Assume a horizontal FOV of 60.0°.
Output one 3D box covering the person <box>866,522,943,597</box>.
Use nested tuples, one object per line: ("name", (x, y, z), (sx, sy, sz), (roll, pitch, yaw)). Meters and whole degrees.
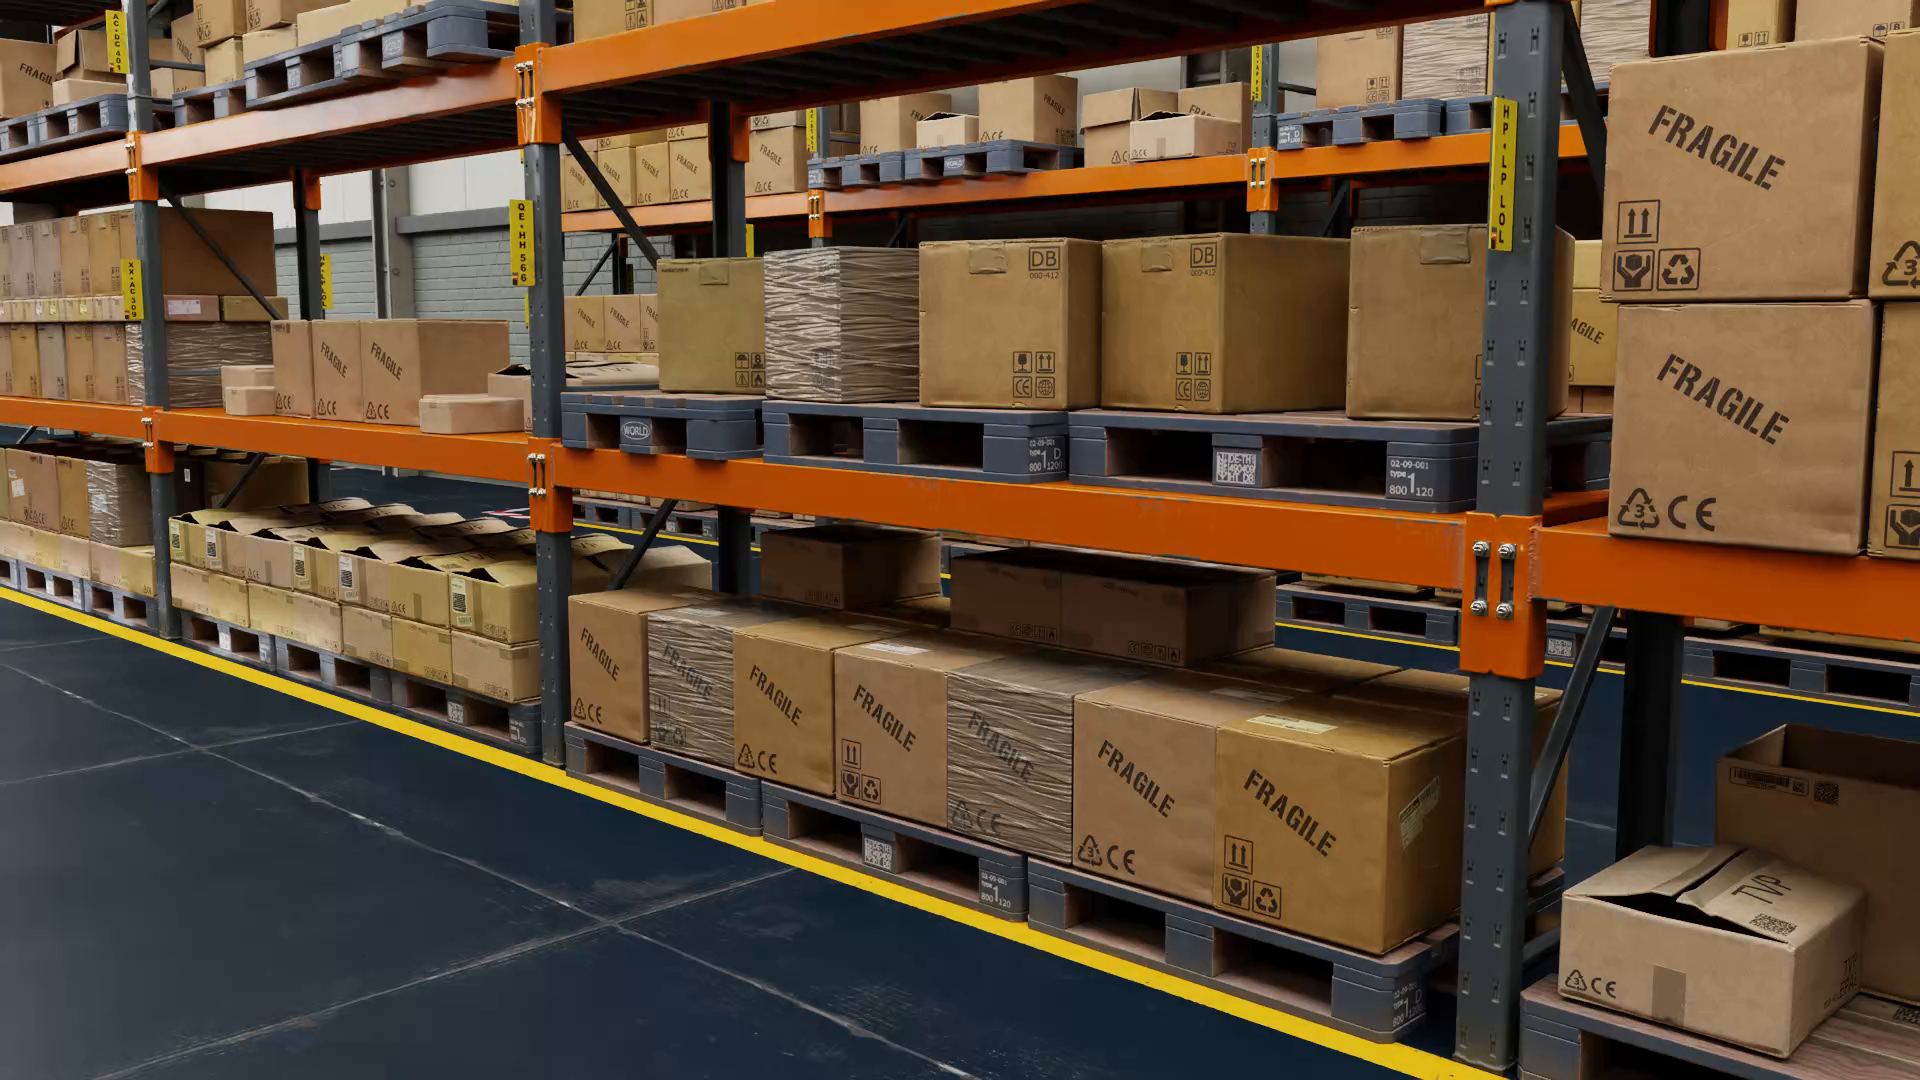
("person", (-0.279, -0.148, 8.439), (0.414, 1.676, 0.473), (6, 10, 42))
